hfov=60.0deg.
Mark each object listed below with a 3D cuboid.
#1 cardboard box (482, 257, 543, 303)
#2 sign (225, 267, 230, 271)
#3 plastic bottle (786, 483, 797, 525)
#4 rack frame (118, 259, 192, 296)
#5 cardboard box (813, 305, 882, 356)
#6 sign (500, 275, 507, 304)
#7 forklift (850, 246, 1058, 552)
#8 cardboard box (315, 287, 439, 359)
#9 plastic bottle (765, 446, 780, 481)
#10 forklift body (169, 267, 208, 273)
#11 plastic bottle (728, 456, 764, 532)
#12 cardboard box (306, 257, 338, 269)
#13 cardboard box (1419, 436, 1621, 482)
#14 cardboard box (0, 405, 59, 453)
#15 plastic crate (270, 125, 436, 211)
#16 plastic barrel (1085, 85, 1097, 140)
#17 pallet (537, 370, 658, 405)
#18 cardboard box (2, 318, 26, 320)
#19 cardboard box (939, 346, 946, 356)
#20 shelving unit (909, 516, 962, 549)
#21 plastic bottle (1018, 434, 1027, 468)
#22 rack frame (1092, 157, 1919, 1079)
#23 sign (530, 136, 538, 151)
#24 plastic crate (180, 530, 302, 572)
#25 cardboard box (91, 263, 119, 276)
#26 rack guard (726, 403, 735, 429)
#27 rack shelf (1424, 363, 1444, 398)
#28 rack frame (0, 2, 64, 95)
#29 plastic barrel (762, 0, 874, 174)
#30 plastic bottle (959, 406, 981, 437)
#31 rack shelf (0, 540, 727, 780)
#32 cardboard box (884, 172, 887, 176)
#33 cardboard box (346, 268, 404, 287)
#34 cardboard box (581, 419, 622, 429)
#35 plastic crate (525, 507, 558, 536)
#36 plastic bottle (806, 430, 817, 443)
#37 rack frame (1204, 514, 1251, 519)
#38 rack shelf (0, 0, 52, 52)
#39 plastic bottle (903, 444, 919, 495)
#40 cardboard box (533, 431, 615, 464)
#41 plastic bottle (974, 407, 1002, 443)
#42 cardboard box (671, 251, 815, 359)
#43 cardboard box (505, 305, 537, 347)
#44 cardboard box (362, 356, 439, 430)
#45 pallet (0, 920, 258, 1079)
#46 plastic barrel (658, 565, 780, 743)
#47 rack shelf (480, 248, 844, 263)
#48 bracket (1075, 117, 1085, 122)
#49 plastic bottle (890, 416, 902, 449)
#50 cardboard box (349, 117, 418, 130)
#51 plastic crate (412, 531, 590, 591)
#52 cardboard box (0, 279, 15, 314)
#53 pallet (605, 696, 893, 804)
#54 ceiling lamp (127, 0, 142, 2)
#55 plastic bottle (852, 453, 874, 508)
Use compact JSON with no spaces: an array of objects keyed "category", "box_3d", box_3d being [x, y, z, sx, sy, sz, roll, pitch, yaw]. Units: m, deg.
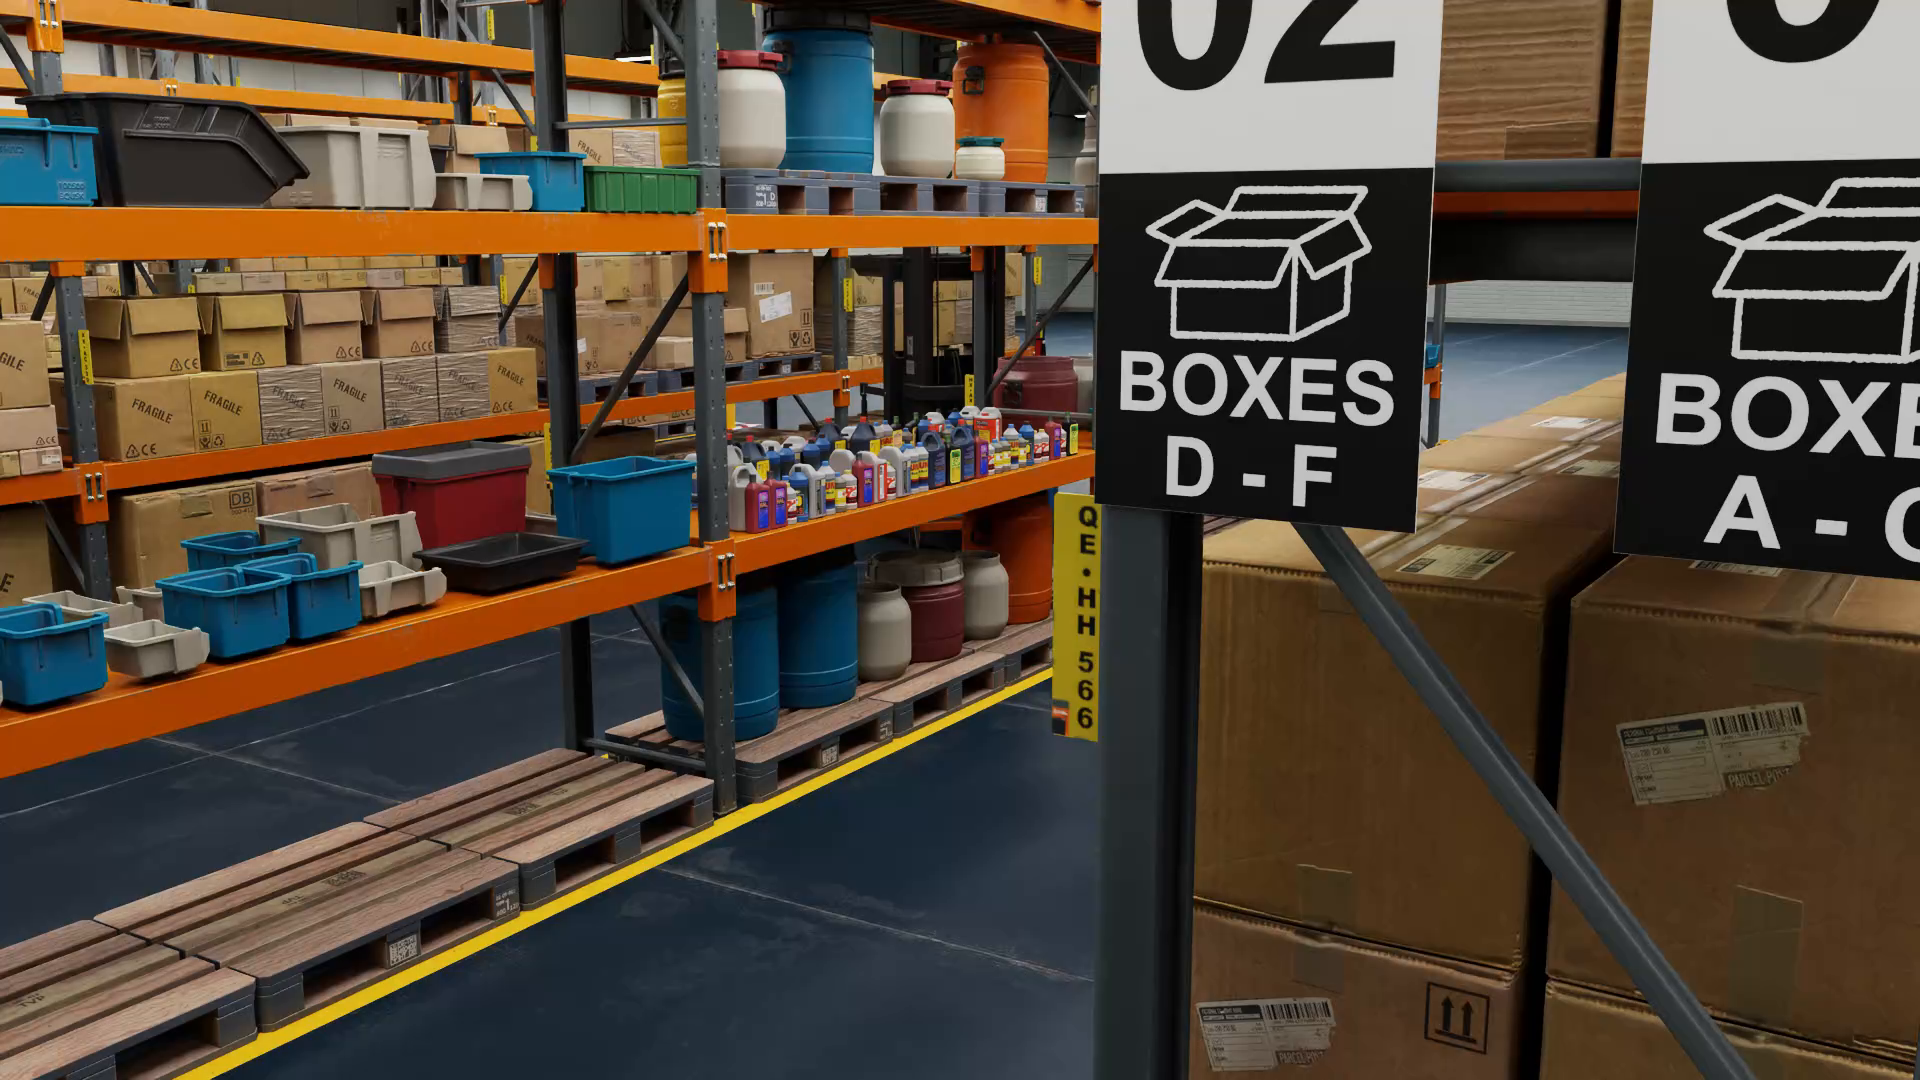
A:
[{"category":"cardboard box","box_3d":[-5.384,-3.197,20.453,0.875,0.550,0.550,6,12,31]},{"category":"sign","box_3d":[-9.598,-3.414,21.807,0.100,0.325,0.005,6,12,31]},{"category":"plastic bottle","box_3d":[-0.856,-0.179,8.216,0.097,0.201,0.097,0,11,0]},{"category":"rack frame","box_3d":[-7.868,-1.811,16.393,1.000,3.000,0.127,6,12,31]},{"category":"cardboard box","box_3d":[-1.318,-2.211,17.447,0.875,0.500,0.500,6,12,31]},{"category":"sign","box_3d":[-5.322,-2.920,19.385,0.100,0.325,0.005,6,12,31]},{"category":"forklift","box_3d":[-0.312,-1.540,15.130,1.130,2.935,3.031,-6,12,-29]},{"category":"cardboard box","box_3d":[-4.415,-1.648,12.523,0.797,0.503,0.637,7,13,32]},{"category":"plastic bottle","box_3d":[-1.029,-0.377,9.079,0.097,0.271,0.097,0,11,0]},{"category":"forklift body","box_3d":[-11.667,-3.110,25.638,2.313,2.155,1.214,6,12,31]},{"category":"plastic bottle","box_3d":[-1.044,-0.226,8.058,0.144,0.351,0.185,6,12,31]},{"category":"cardboard box","box_3d":[-9.093,-3.787,23.150,0.700,0.500,0.500,6,12,29]},{"category":"cardboard box","box_3d":[1.153,0.085,3.273,0.500,0.500,0.500,7,13,32]},{"category":"cardboard box","box_3d":[-5.763,-0.670,9.898,0.500,0.250,0.500,6,12,30]},{"category":"plastic crate","box_3d":[-2.187,-1.325,5.968,0.437,0.282,0.530,6,12,31]},{"category":"plastic barrel","box_3d":[1.164,-2.678,11.506,0.600,0.901,0.600,0,11,0]},{"category":"pallet","box_3d":[-3.402,-1.350,14.447,1.213,0.211,1.003,6,12,31]},{"category":"cardboard box","box_3d":[-8.404,-1.863,14.592,0.380,0.149,0.250,7,13,33]},{"category":"cardboard box","box_3d":[-0.377,-2.113,18.687,0.380,0.149,0.250,6,12,31]},{"category":"shelving unit","box_3d":[-0.139,-0.363,13.546,0.503,1.200,0.258,-3,11,-18]},{"category":"plastic bottle","box_3d":[0.360,-0.548,10.183,0.097,0.201,0.097,0,11,0]},{"category":"rack frame","box_3d":[0.630,0.884,1.998,1.000,3.000,0.127,6,12,31]},{"category":"sign","box_3d":[-1.994,-1.751,7.894,0.100,0.325,0.005,6,12,31]},{"category":"plastic crate","box_3d":[-2.754,0.115,6.394,0.416,0.233,0.300,6,12,31]},{"category":"cardboard box","box_3d":[-10.590,-3.369,20.728,0.380,0.149,0.250,6,12,28]},{"category":"rack guard","box_3d":[-3.702,-1.845,23.363,1.175,0.500,0.348,6,12,31]},{"category":"rack shelf","box_3d":[3.667,-1.438,16.356,1.077,0.370,4.000,6,12,31]},{"category":"rack frame","box_3d":[-5.758,-3.641,9.864,1.000,3.000,0.127,6,12,31]},{"category":"plastic barrel","box_3d":[-0.769,-2.430,9.040,0.600,0.901,0.708,6,12,31]},{"category":"plastic bottle","box_3d":[0.051,-0.750,11.062,0.152,0.276,0.135,6,12,31]},{"category":"rack shelf","box_3d":[-2.563,0.449,6.275,1.077,0.370,4.000,6,12,31]},{"category":"cardboard box","box_3d":[-0.529,-4.288,19.029,0.500,0.500,0.500,6,12,30]},{"category":"cardboard box","box_3d":[-6.572,-2.742,18.374,0.700,0.500,0.500,6,12,31]},{"category":"cardboard box","box_3d":[-4.940,-1.837,21.162,0.875,0.875,0.875,6,12,31]},{"category":"plastic crate","box_3d":[-1.889,-0.060,7.589,0.396,0.136,0.243,6,12,31]},{"category":"plastic bottle","box_3d":[-0.874,-0.490,9.652,0.061,0.283,0.133,6,12,31]},{"category":"rack frame","box_3d":[2.629,-1.477,14.609,1.000,3.000,0.127,6,12,31]},{"category":"rack shelf","box_3d":[-6.796,-2.777,8.287,1.077,0.370,4.000,6,12,31]},{"category":"plastic bottle","box_3d":[-0.274,-0.390,9.151,0.097,0.271,0.097,0,11,0]},{"category":"cardboard box","box_3d":[-3.359,-0.786,14.475,0.500,0.250,0.500,7,13,33]},{"category":"plastic bottle","box_3d":[0.181,-0.736,10.984,0.152,0.276,0.135,6,12,31]},{"category":"cardboard box","box_3d":[-2.137,-2.340,16.447,1.000,1.000,1.000,6,12,31]},{"category":"cardboard box","box_3d":[-5.610,-2.573,20.055,0.875,0.550,0.550,6,12,31]},{"category":"cardboard box","box_3d":[-4.256,-1.110,12.373,0.500,0.500,0.500,6,12,29]},{"category":"pallet","box_3d":[-3.140,1.654,5.458,1.003,0.211,1.213,6,12,31]},{"category":"plastic barrel","box_3d":[-1.228,0.522,8.492,0.600,0.901,0.708,6,12,31]},{"category":"rack shelf","box_3d":[-2.643,-2.757,15.247,1.077,0.370,4.000,6,12,31]},{"category":"bracket","box_3d":[3.951,-13.817,54.437,0.235,0.232,0.430,6,12,31]},{"category":"plastic bottle","box_3d":[-0.418,-0.628,10.389,0.061,0.283,0.133,6,12,31]},{"category":"cardboard box","box_3d":[-4.309,-2.805,12.134,0.500,0.500,0.500,7,13,34]},{"category":"plastic crate","box_3d":[-1.876,0.088,6.831,0.437,0.125,0.590,6,12,31]},{"category":"cardboard box","box_3d":[-11.455,-2.801,19.460,0.500,0.500,0.500,7,13,34]},{"category":"pallet","box_3d":[-1.089,1.034,8.772,1.003,0.211,1.213,6,12,31]},{"category":"ceiling lamp","box_3d":[-12.368,-9.001,22.629,0.800,3.185,2.000,6,12,31]},{"category":"plastic bottle","box_3d":[-0.509,-0.319,8.736,0.061,0.283,0.133,6,12,31]}]
